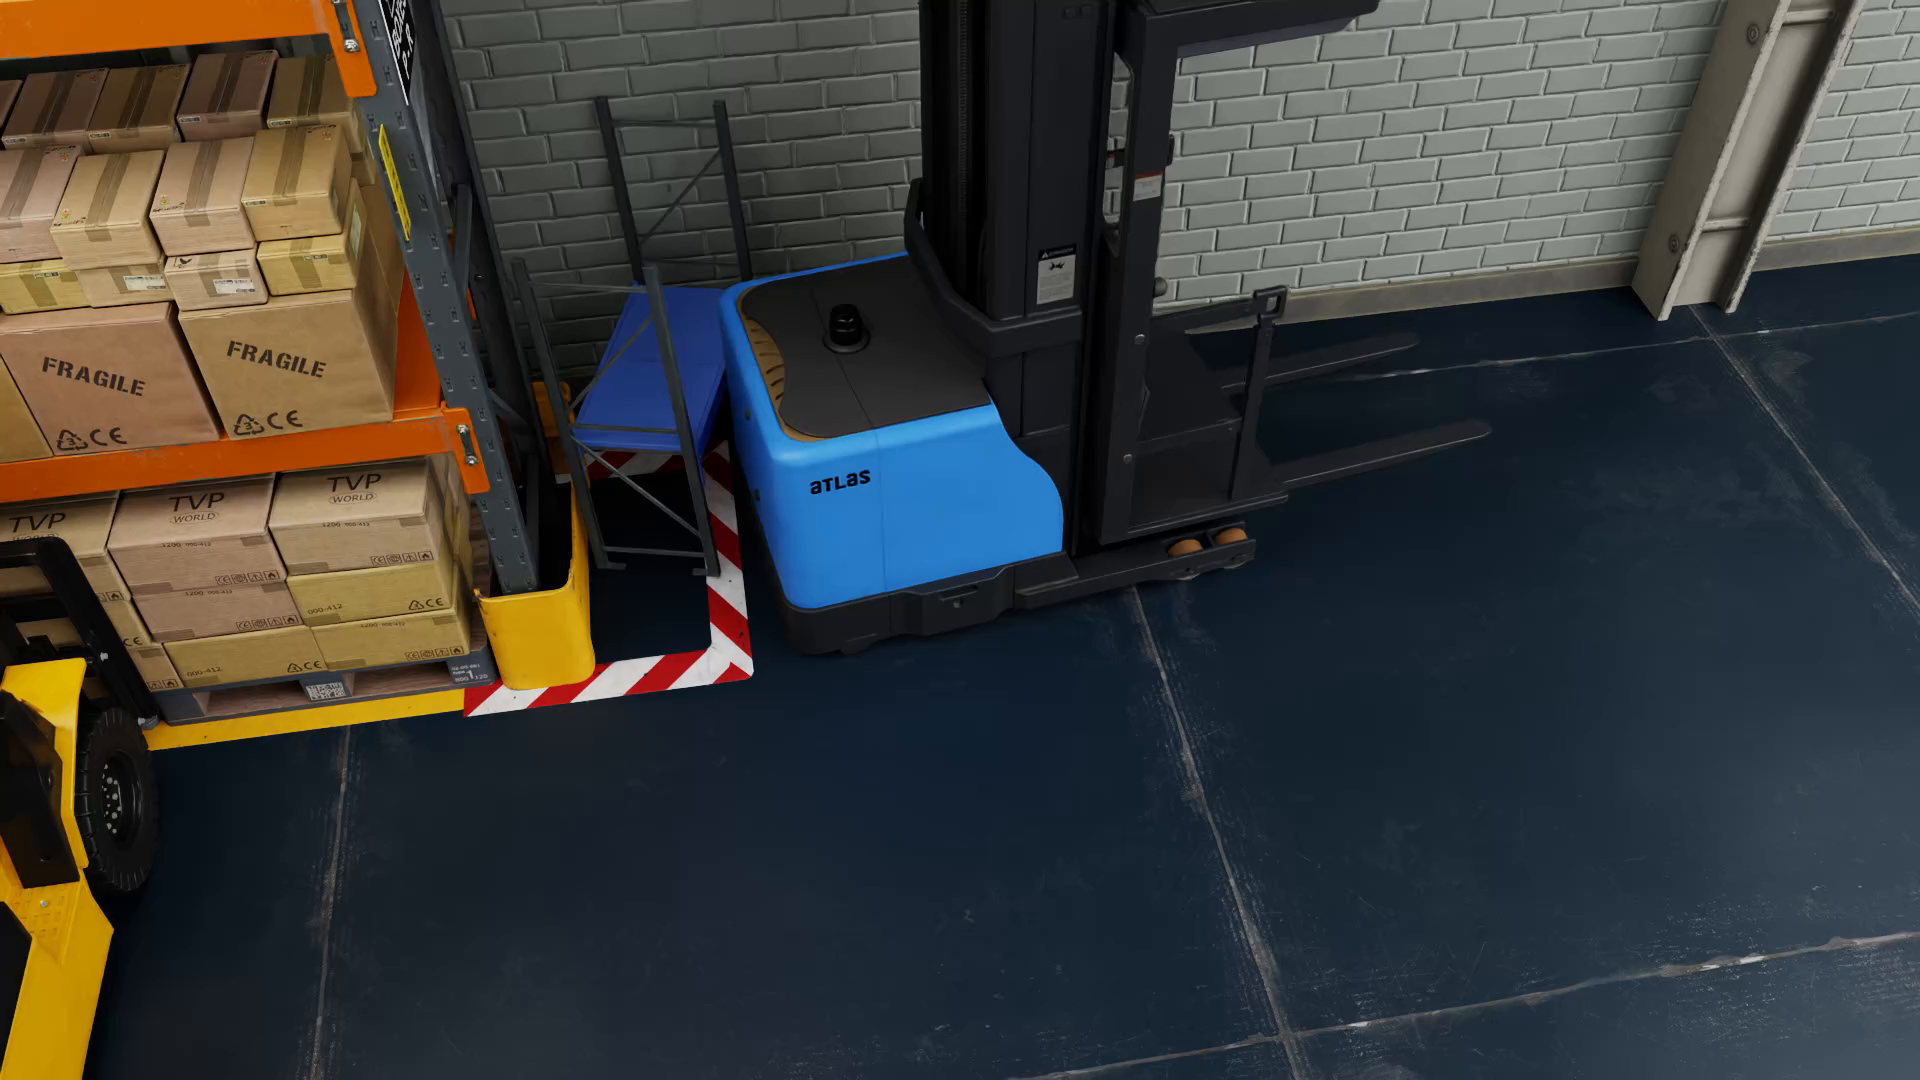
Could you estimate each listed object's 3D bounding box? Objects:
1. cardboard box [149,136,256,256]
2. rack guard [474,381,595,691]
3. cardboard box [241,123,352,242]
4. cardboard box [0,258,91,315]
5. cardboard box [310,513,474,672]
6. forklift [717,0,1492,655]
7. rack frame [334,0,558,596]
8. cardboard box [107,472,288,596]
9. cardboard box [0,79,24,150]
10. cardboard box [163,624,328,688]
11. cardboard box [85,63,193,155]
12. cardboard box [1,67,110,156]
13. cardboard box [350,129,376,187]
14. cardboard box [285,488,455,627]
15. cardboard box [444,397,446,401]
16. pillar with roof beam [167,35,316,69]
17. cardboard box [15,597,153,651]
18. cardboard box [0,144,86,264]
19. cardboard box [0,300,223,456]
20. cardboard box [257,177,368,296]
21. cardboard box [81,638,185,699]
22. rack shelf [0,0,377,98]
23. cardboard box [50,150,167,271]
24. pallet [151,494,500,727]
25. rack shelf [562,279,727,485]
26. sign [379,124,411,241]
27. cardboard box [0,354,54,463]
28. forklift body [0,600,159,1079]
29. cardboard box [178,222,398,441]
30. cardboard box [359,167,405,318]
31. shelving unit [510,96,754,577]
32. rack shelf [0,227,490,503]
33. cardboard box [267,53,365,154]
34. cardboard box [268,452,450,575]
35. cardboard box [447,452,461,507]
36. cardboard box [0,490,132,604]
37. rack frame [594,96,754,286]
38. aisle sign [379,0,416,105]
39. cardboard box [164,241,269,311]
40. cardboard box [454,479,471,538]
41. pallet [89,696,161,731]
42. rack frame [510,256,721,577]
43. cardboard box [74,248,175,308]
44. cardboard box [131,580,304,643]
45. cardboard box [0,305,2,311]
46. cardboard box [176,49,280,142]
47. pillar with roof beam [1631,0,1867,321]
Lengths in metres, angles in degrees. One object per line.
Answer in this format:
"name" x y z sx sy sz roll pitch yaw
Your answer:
"cardboard box" -2.217 -1.021 4.924 0.250 0.149 0.380 -7 46 -7
"rack guard" -1.638 -0.039 6.441 0.348 0.500 1.175 -7 46 -7
"cardboard box" -1.979 -1.073 4.975 0.250 0.149 0.380 -7 46 -7
"cardboard box" -2.715 -0.859 4.975 0.250 0.149 0.380 -7 47 -7
"cardboard box" -2.071 0.187 6.105 0.500 0.250 0.500 -7 46 -7
"forklift" 0.659 -1.210 5.880 3.031 2.935 1.130 -13 47 -12
"rack frame" -1.662 -0.904 5.538 0.127 3.000 1.000 -7 46 -7
"cardboard box" -2.565 -0.097 5.684 0.500 0.250 0.500 -6 46 -6
"cardboard box" -3.053 -1.256 5.151 0.250 0.149 0.380 -6 46 -6
"cardboard box" -2.563 0.241 6.053 0.500 0.250 0.500 -7 46 -7
"cardboard box" -2.551 -1.326 5.218 0.250 0.149 0.380 -6 46 -6
"cardboard box" -2.797 -1.306 5.199 0.250 0.149 0.380 -7 46 -7
"cardboard box" -2.041 -1.306 5.405 0.250 0.149 0.380 -8 47 -8
"cardboard box" -2.088 0.013 5.925 0.500 0.250 0.500 -8 47 -7
"cardboard box" -2.168 -0.518 6.089 0.500 0.250 0.500 -8 47 -7
"pillar with roof beam" -1.768 -0.484 0.968 0.400 9.000 9.100 -7 46 -7
"cardboard box" -3.090 0.145 5.798 0.500 0.250 0.500 -8 47 -8
"cardboard box" -2.728 -0.992 4.896 0.250 0.149 0.380 -7 46 -7
"cardboard box" -2.615 -0.634 5.209 0.500 0.500 0.500 -6 46 -6
"cardboard box" -1.956 -0.922 5.036 0.250 0.149 0.380 -6 46 -6
"cardboard box" -3.057 0.296 6.000 0.500 0.250 0.500 -7 46 -6
"rack shelf" -3.633 -1.449 4.480 4.000 0.370 1.077 -7 46 -7
"cardboard box" -2.470 -0.969 4.875 0.250 0.149 0.380 -6 46 -6
"pallet" -2.409 0.187 6.423 1.213 0.211 1.003 -7 46 -7
"rack shelf" -1.156 -0.642 6.562 0.538 0.185 1.000 4 46 7
"sign" -1.583 -1.001 4.663 0.005 0.325 0.100 -7 46 -7
"cardboard box" -3.120 -0.571 5.148 0.500 0.500 0.500 -8 47 -8
"forklift body" -3.220 0.918 4.372 1.214 2.155 2.313 -7 46 -7
"cardboard box" -2.102 -0.692 5.264 0.500 0.500 0.500 -8 47 -8
"cardboard box" -2.198 -1.075 5.633 0.500 0.500 0.500 -6 46 -5
"shelving unit" -1.164 -0.767 6.433 0.538 1.500 1.048 4 46 7
"rack shelf" -3.633 -0.408 5.560 4.000 0.370 1.077 -7 46 -7
"cardboard box" -2.030 -1.377 5.267 0.250 0.149 0.380 -8 47 -8
"cardboard box" -2.063 -0.164 5.749 0.500 0.250 0.500 -6 46 -5
"cardboard box" -2.161 -0.358 6.283 0.500 0.250 0.500 -6 46 -6
"cardboard box" -3.060 -0.028 5.618 0.500 0.250 0.500 -7 46 -6
"rack frame" -1.099 -1.130 6.783 0.500 1.500 0.032 4 46 7
"aisle sign" -1.547 -1.605 4.408 0.004 0.787 0.394 -7 46 -7
"cardboard box" -2.203 -0.870 4.985 0.250 0.149 0.380 -6 46 -6
"cardboard box" -2.179 -0.174 6.452 0.500 0.250 0.500 -7 46 -7
"pallet" -3.608 0.335 6.281 1.213 0.211 1.003 -7 46 -7
"rack frame" -1.228 -0.404 6.083 0.500 1.500 0.032 4 46 7
"cardboard box" -2.469 -0.881 4.996 0.250 0.149 0.380 -6 46 -6
"cardboard box" -2.584 0.067 5.873 0.500 0.250 0.500 -8 47 -7
"cardboard box" -2.970 -0.792 4.911 0.250 0.149 0.380 -8 47 -8
"cardboard box" -2.302 -1.389 5.279 0.250 0.149 0.380 -6 46 -5
"pillar with roof beam" 4.144 -1.221 1.678 0.400 9.000 9.100 -7 46 -7
